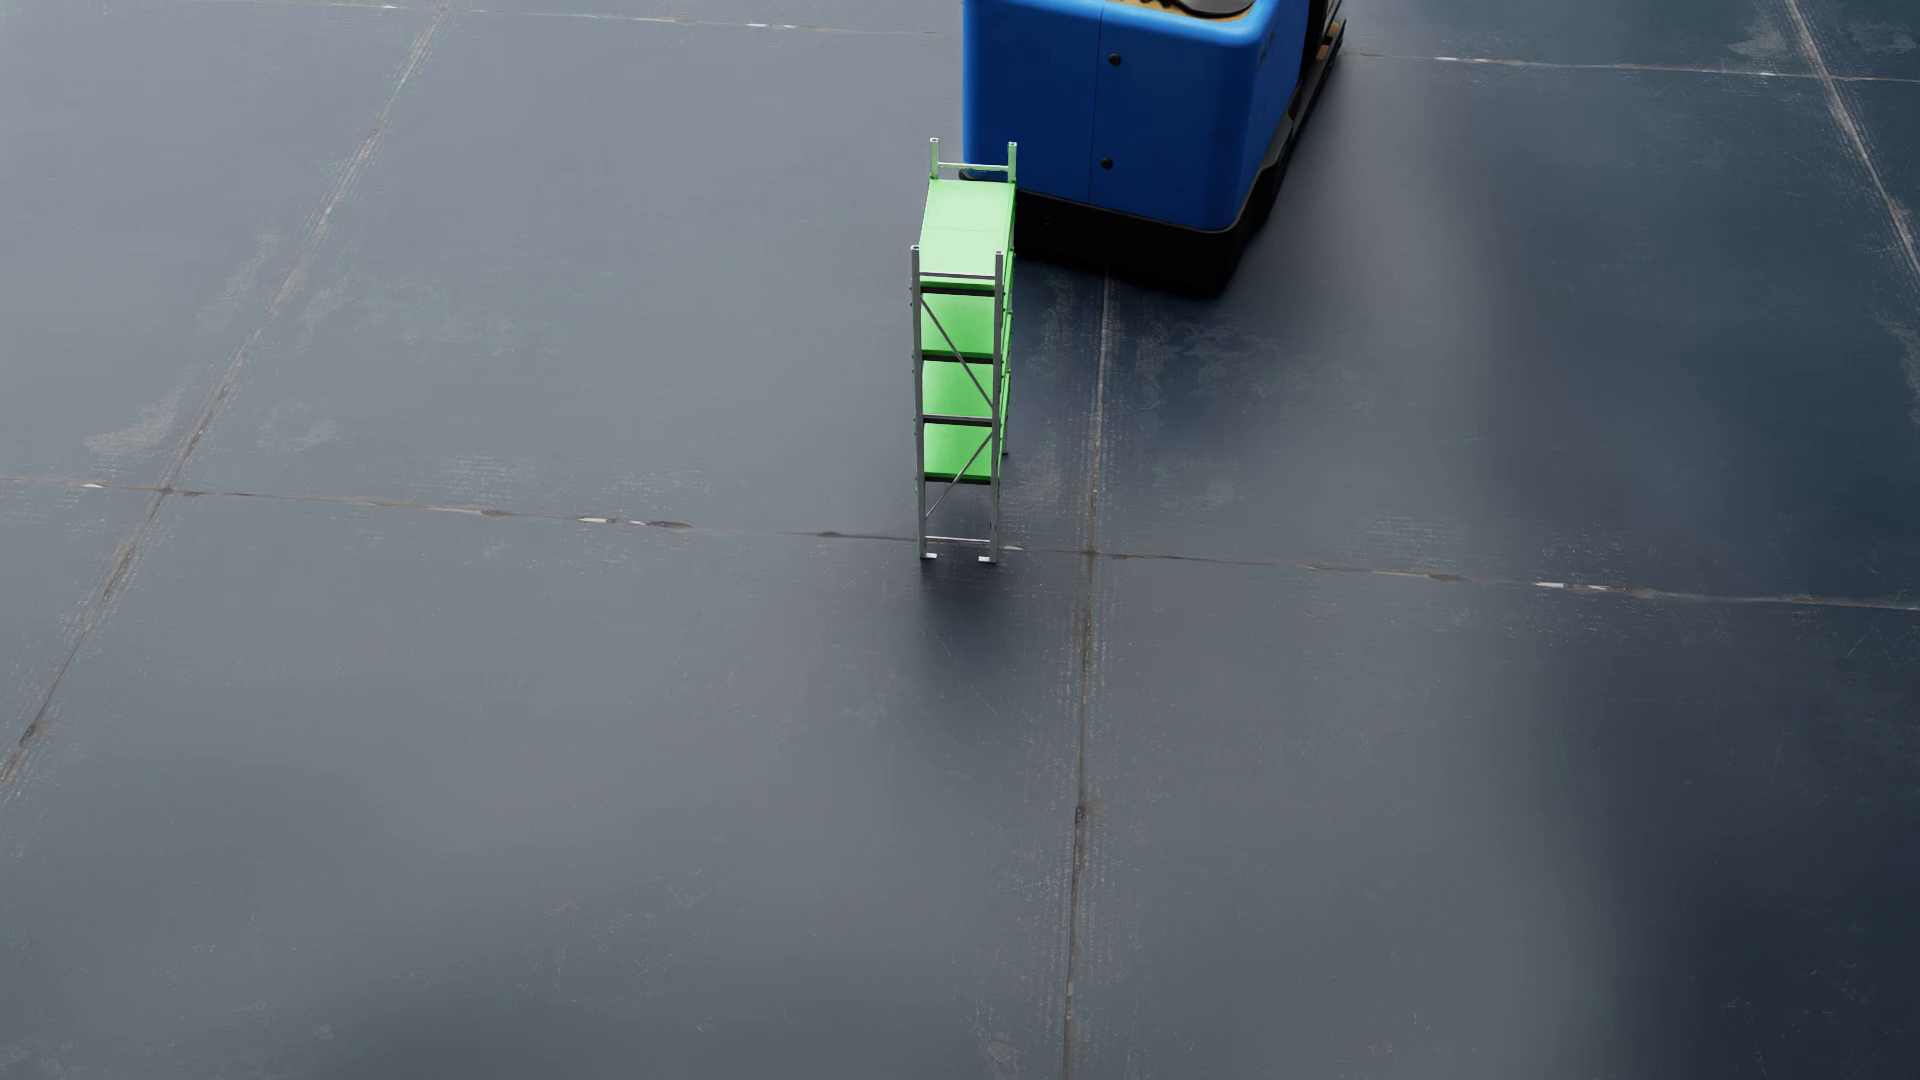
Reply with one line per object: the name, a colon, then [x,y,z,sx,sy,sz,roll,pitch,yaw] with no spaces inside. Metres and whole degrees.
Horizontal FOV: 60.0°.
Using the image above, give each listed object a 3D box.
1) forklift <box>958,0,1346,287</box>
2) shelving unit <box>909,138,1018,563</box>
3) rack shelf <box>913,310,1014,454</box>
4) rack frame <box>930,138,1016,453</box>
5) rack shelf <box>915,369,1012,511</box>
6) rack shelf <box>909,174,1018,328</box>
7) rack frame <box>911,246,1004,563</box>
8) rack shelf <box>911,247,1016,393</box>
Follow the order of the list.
forklift: [0.999,-3.009,6.016,1.130,2.935,3.031,16,50,14]
shelving unit: [0.015,-0.527,4.918,0.258,1.200,0.503,4,48,4]
rack shelf: [0.015,-0.483,4.966,0.258,0.148,0.480,4,48,4]
rack frame: [0.037,-0.706,5.082,0.240,1.200,0.015,4,48,4]
rack shelf: [0.015,-0.321,5.143,0.258,0.148,0.480,4,48,4]
rack shelf: [0.015,-0.807,4.611,0.258,0.148,0.480,4,48,4]
rack frame: [-0.007,-0.347,4.754,0.240,1.200,0.015,4,48,4]
rack shelf: [0.015,-0.645,4.789,0.258,0.148,0.480,4,48,4]
